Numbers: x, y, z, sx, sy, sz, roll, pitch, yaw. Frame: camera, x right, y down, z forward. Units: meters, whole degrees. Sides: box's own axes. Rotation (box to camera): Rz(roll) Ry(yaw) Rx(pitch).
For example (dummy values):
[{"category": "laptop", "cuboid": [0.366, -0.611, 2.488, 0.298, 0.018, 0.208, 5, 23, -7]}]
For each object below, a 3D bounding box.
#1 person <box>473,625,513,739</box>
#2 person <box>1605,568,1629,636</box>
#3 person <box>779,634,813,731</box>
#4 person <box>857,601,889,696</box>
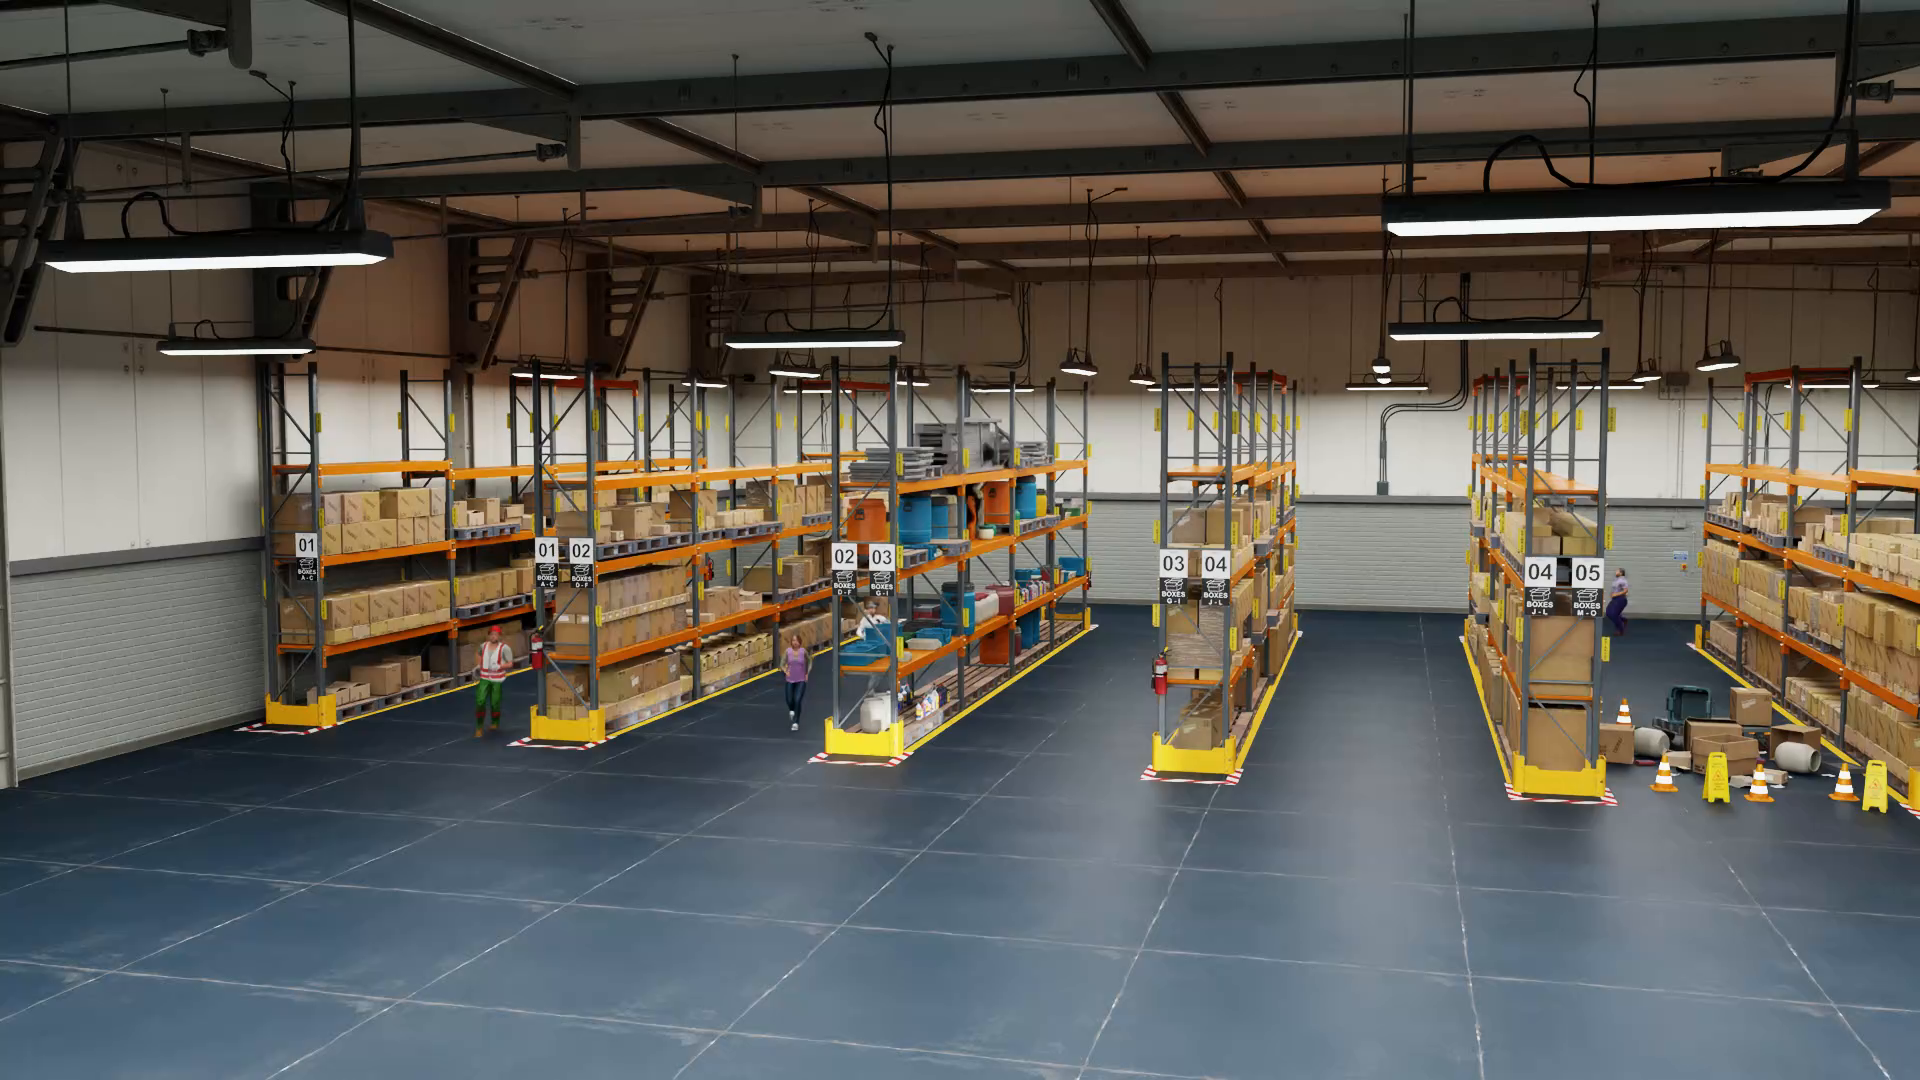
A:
[{"category": "person", "cuboid": [-7.466, 2.268, 26.604, 0.661, 1.826, 0.753, 0, 4, -1]}, {"category": "person", "cuboid": [15.543, 1.450, 39.220, 0.531, 1.605, 0.657, 0, 4, 4]}, {"category": "person", "cuboid": [-2.682, 2.310, 27.207, 0.542, 1.559, 0.625, 0, 4, -3]}, {"category": "person", "cuboid": [-1.615, 1.976, 30.951, 0.625, 1.711, 0.934, 1, 4, 15]}]
